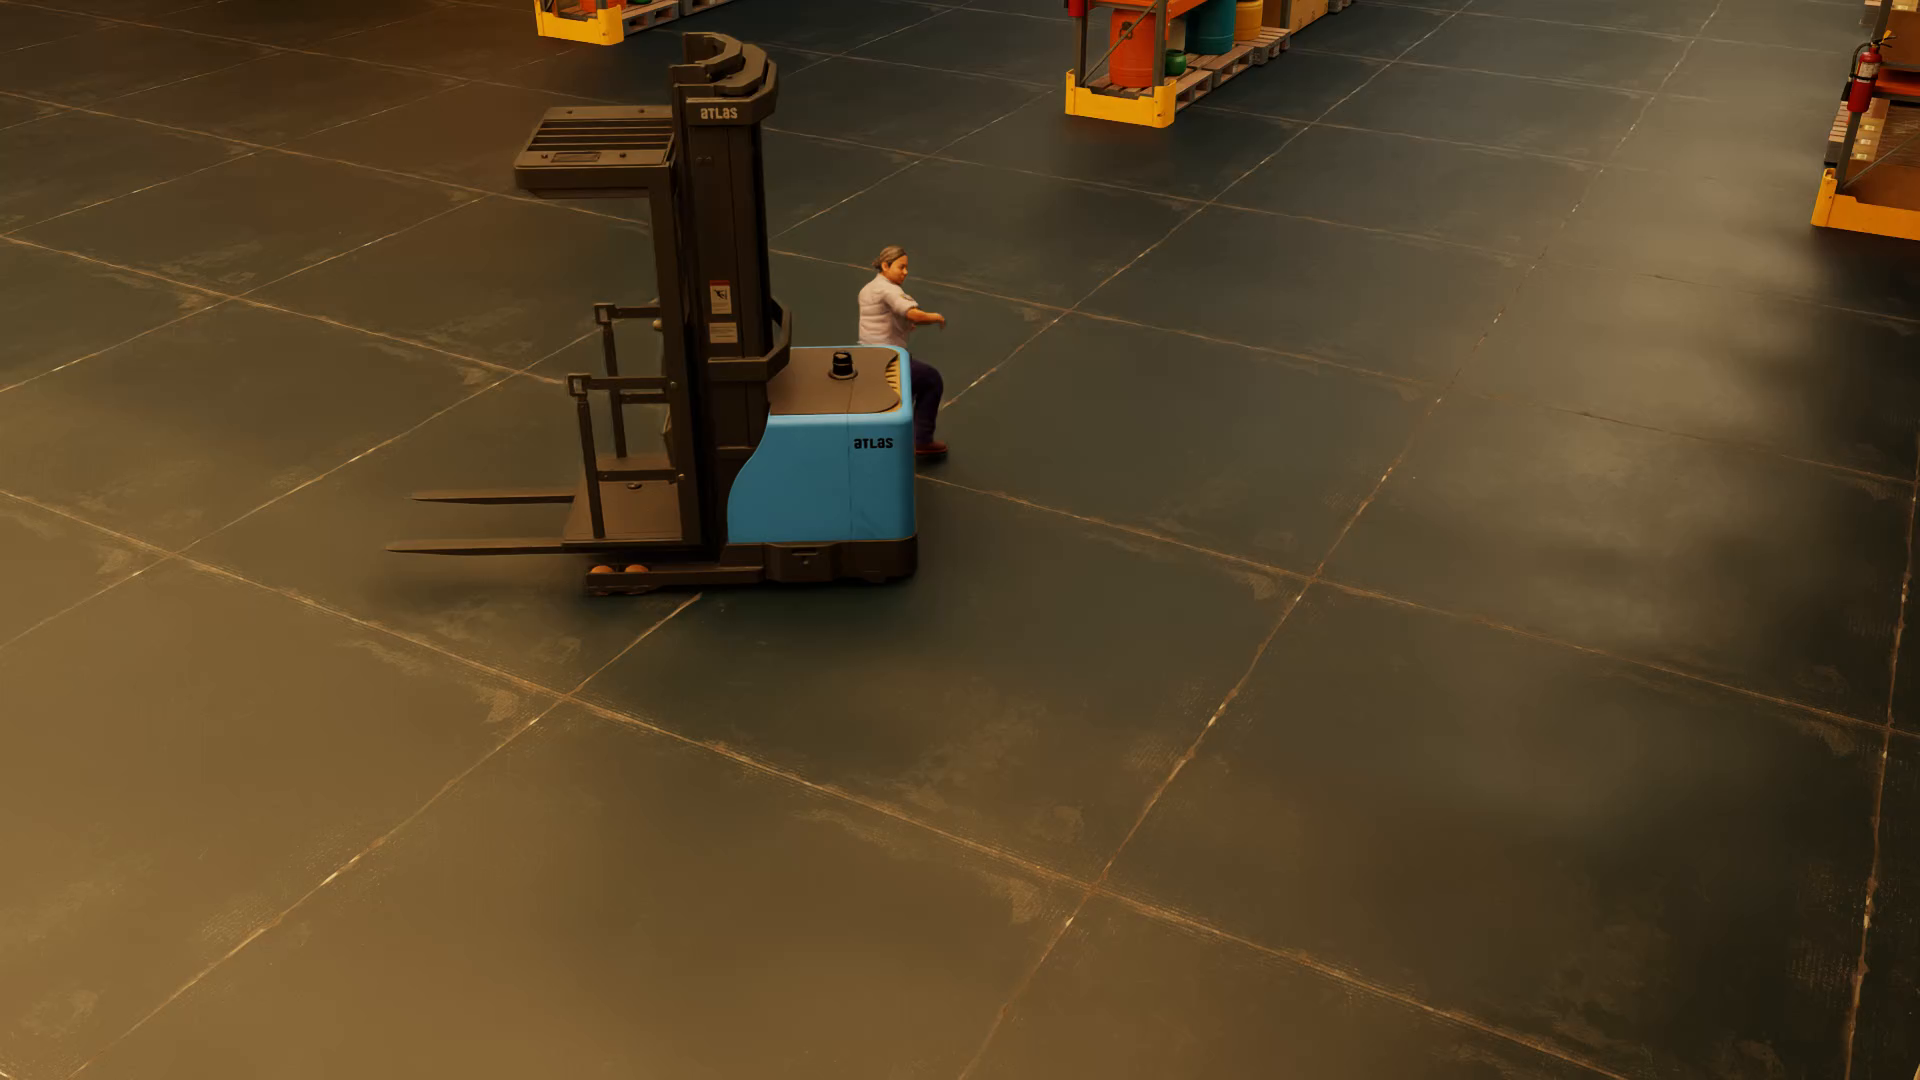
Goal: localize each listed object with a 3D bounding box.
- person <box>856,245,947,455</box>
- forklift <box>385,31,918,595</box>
[{"bbox_3d":[-0.376,-1.214,10.765,0.745,1.416,0.847,25,39,37],"label":"person"},{"bbox_3d":[-1.778,-1.227,9.196,3.031,2.935,1.130,-1,30,-2],"label":"forklift"}]
